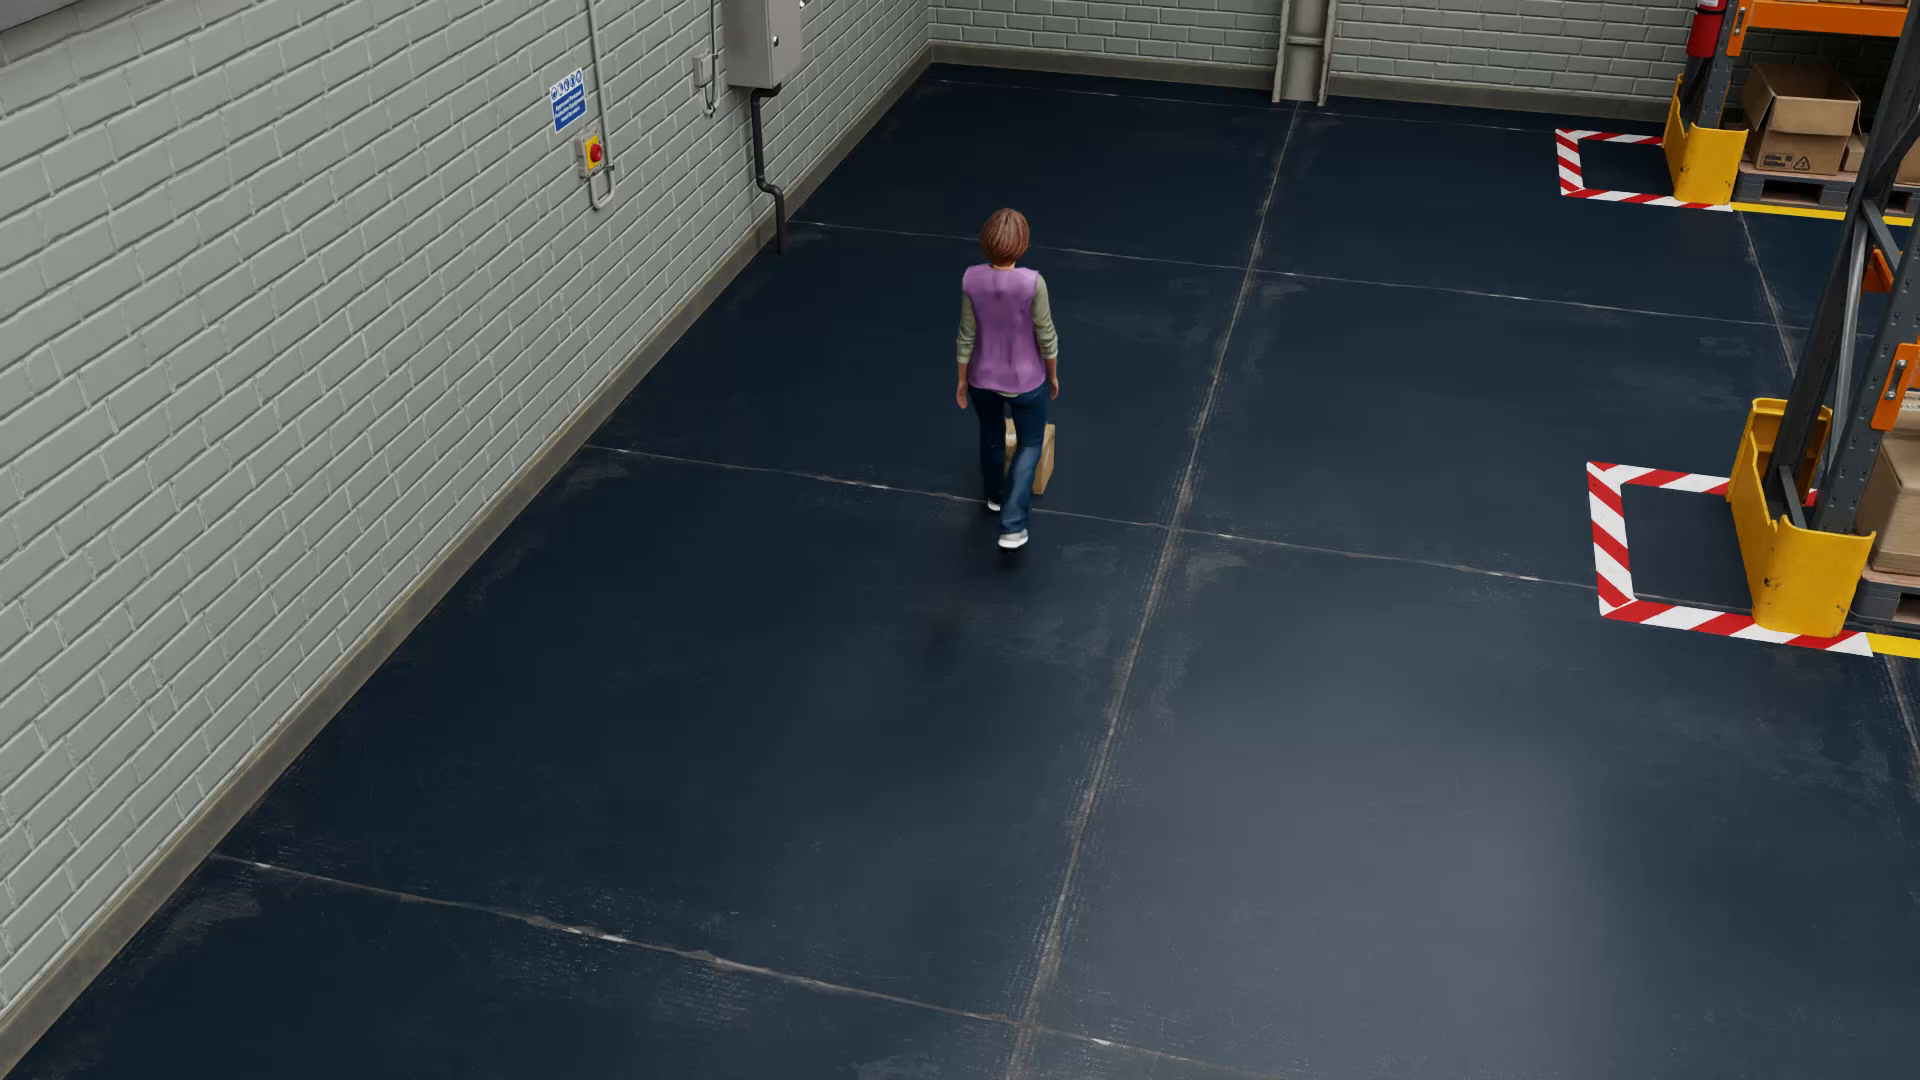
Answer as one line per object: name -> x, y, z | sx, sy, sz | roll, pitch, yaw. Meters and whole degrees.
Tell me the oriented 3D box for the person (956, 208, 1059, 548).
person -> 0.217, -0.715, 7.237 | 0.435, 1.575, 0.727 | 8, 34, 13
